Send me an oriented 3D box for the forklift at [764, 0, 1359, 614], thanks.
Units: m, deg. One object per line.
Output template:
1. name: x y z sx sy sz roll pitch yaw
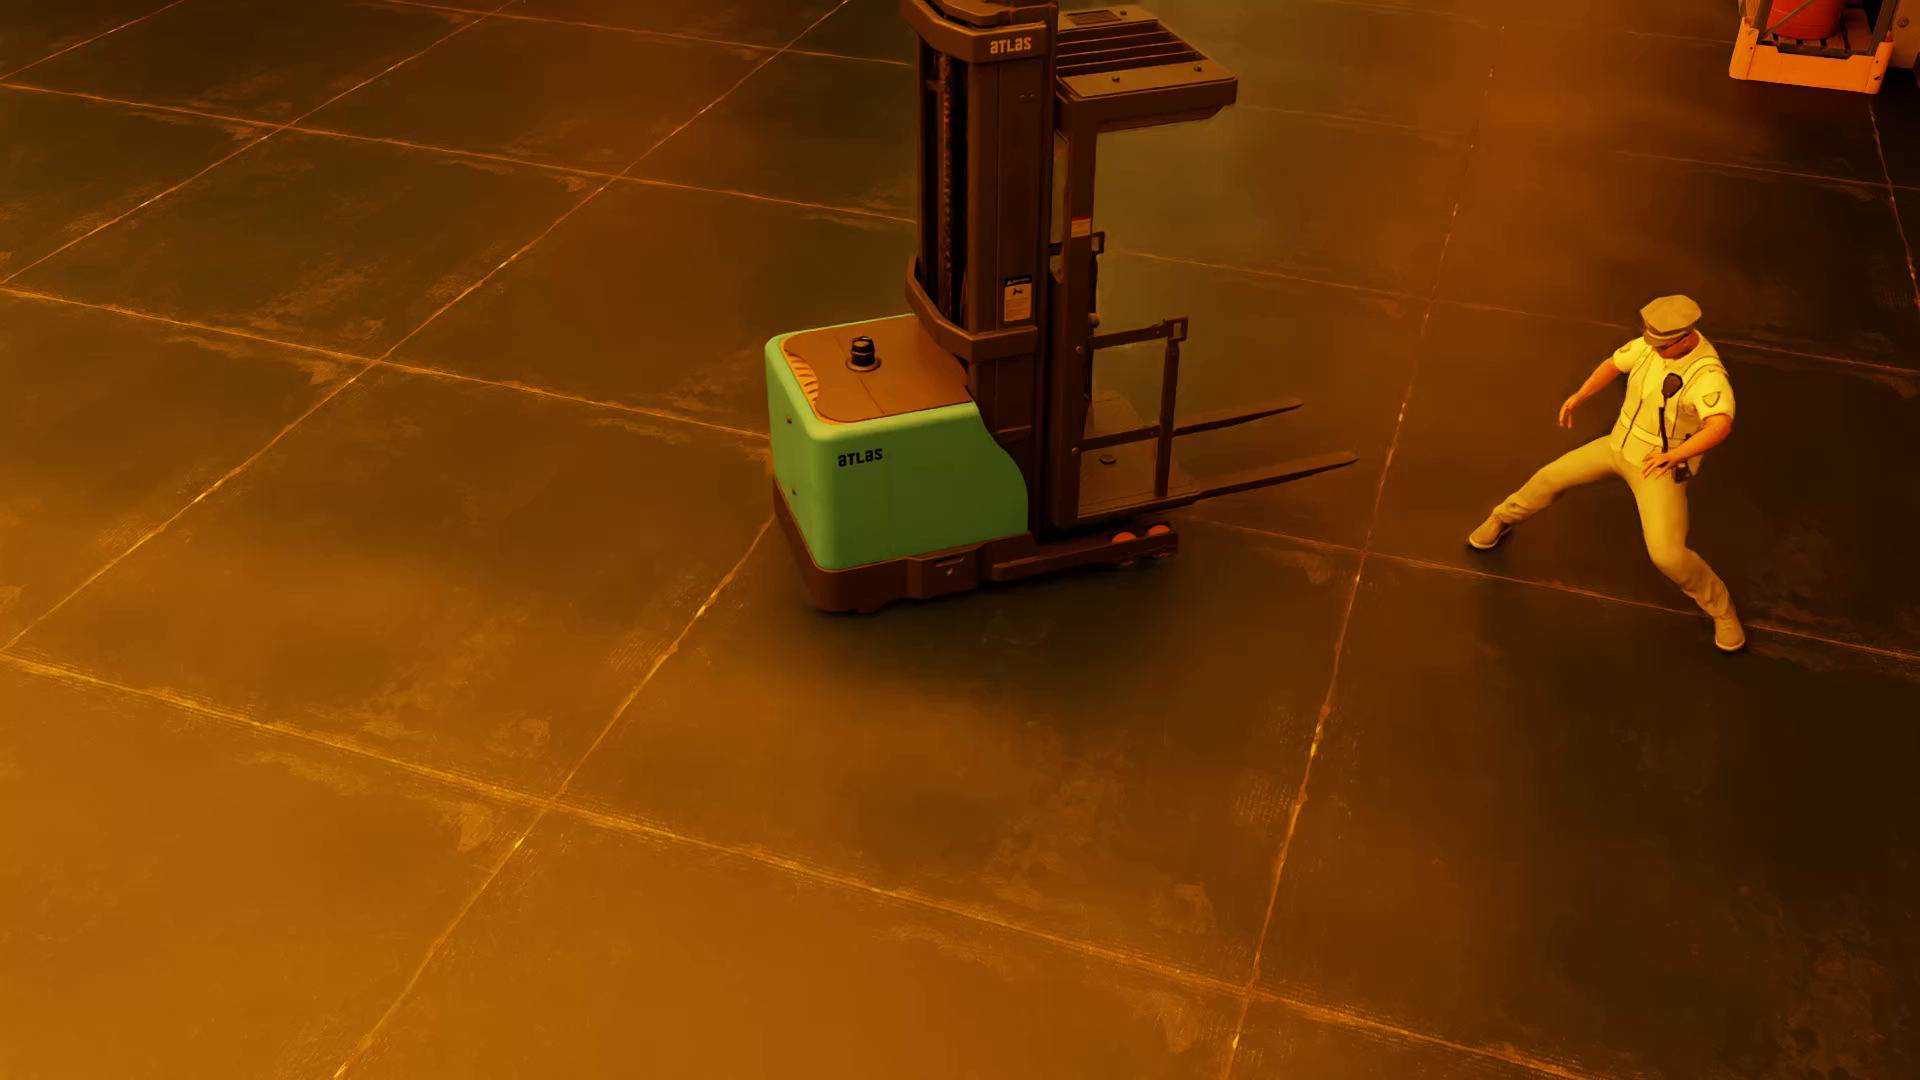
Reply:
1. forklift: 0.593 -1.345 8.008 3.031 2.935 1.130 -11 37 -15
